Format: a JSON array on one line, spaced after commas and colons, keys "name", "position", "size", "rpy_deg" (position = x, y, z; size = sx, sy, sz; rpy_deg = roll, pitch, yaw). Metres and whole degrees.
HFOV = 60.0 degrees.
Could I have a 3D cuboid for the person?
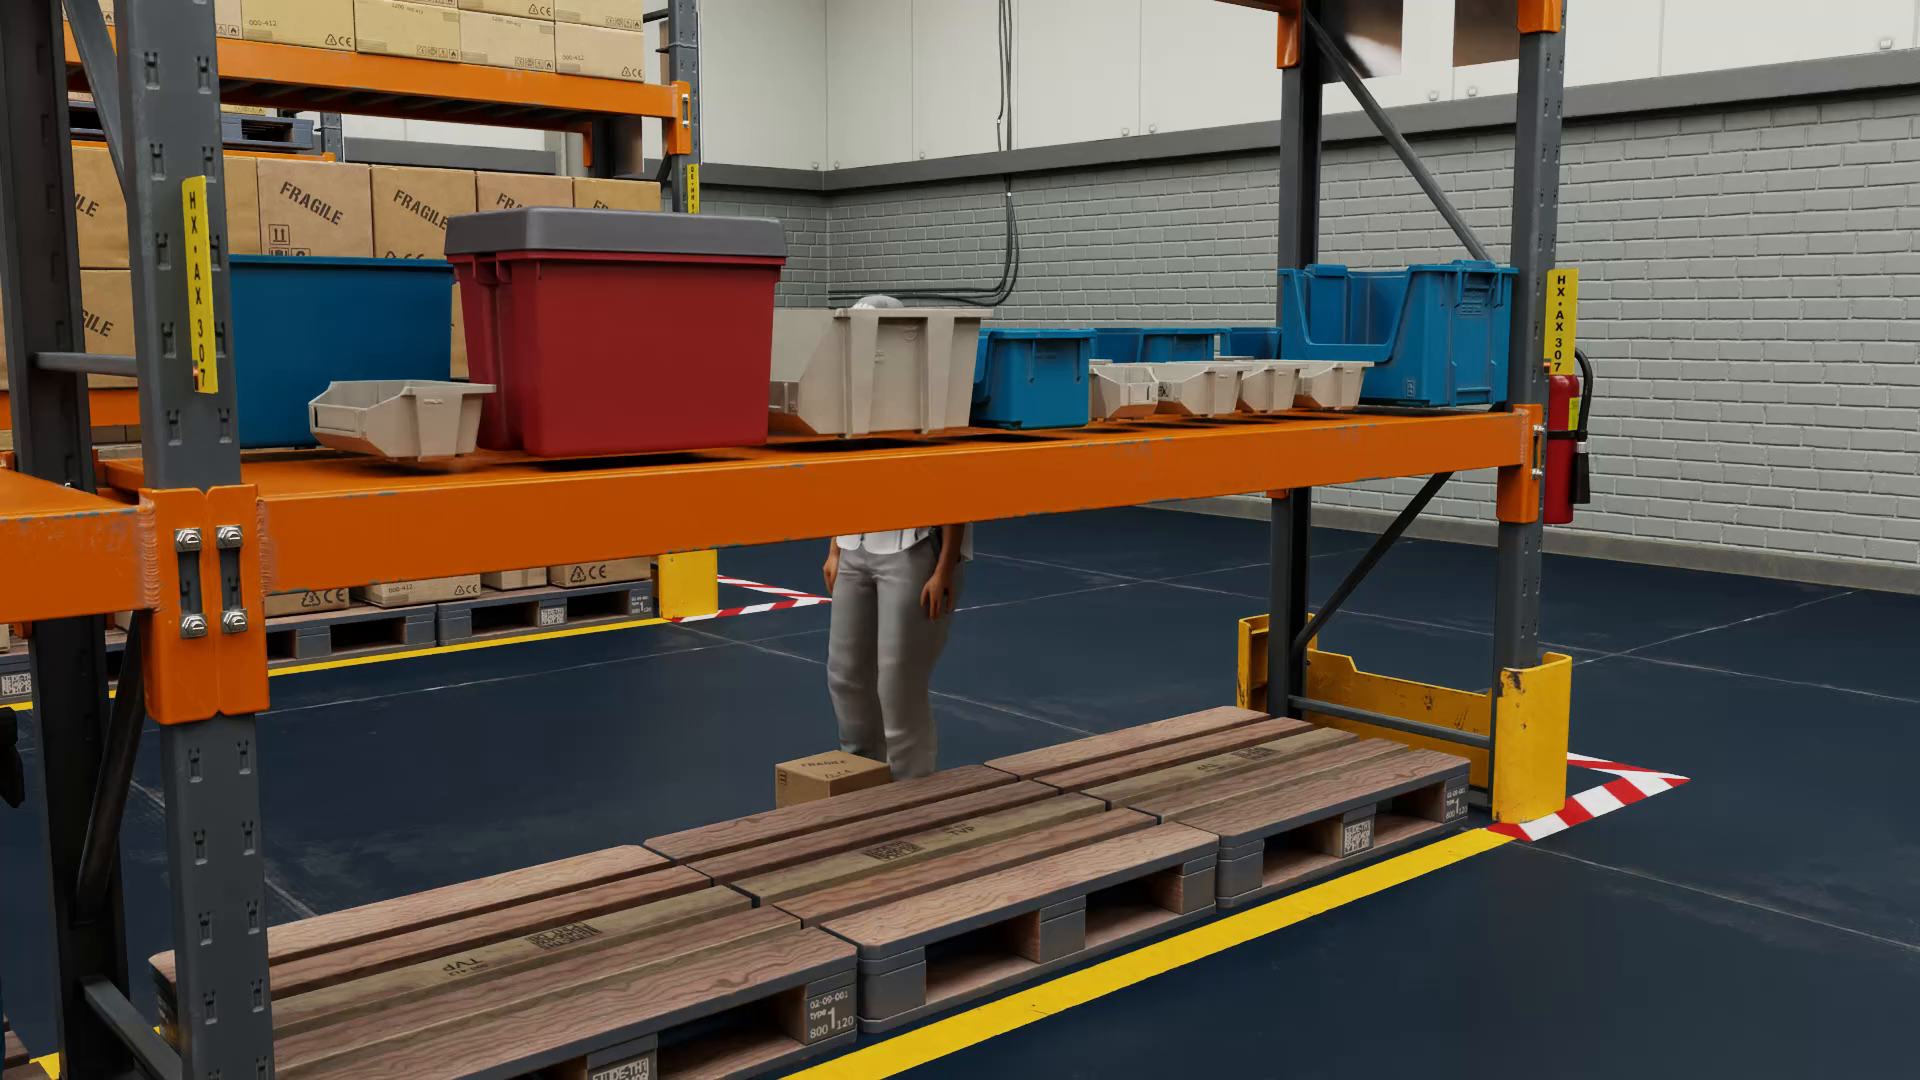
[{"name": "person", "position": [-0.228, 0.085, 5.122], "size": [0.563, 1.666, 0.470], "rpy_deg": [7, 10, 44]}]
